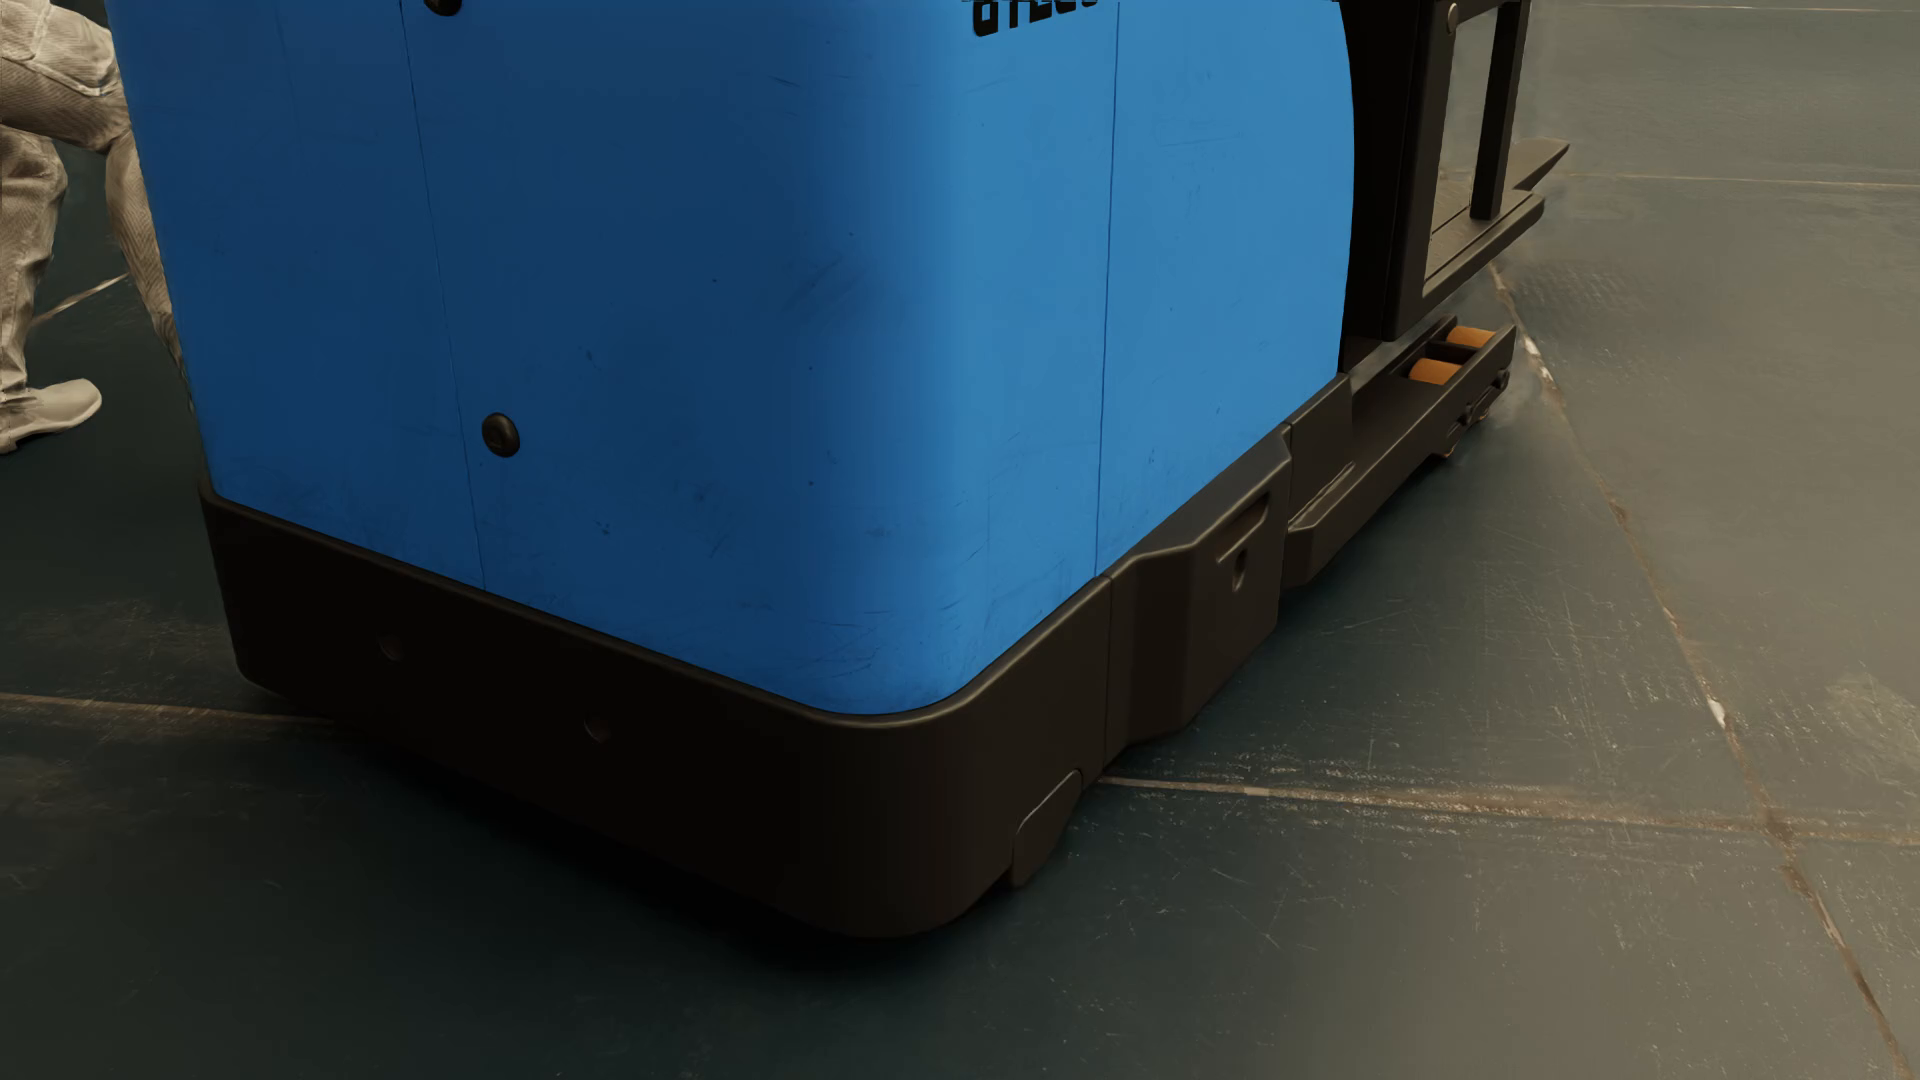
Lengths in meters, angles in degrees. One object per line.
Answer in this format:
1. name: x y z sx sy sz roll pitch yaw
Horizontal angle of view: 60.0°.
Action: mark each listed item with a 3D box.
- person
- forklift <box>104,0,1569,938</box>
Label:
1. person: -1.529 -0.938 2.700 1.259 1.526 0.920 10 28 20
2. forklift: 0.317 -1.547 2.317 1.130 2.935 3.031 16 31 28
